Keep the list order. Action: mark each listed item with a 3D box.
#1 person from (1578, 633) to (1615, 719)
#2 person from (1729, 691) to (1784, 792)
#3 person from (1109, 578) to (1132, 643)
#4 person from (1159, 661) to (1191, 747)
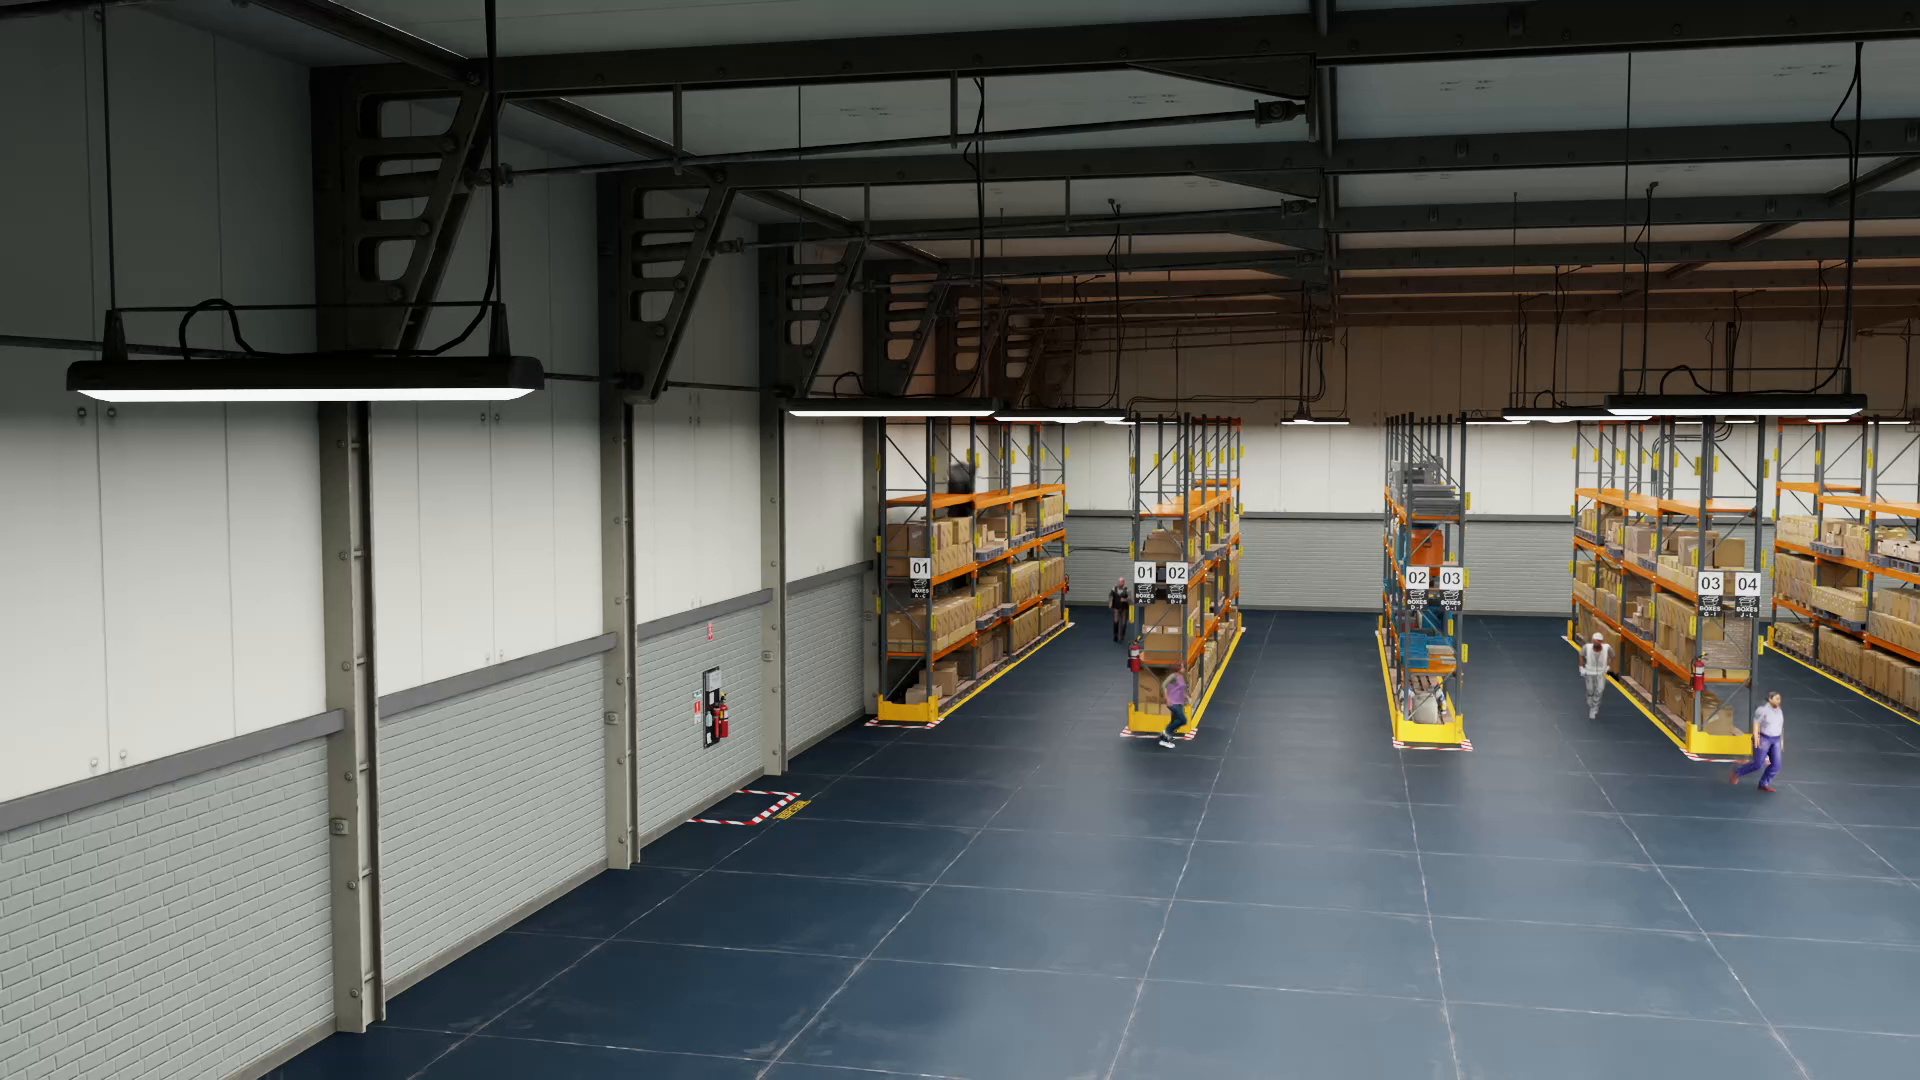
[{"bbox_3d":[12.600,2.661,32.943,0.675,1.718,0.884,1,4,11],"label":"person"},{"bbox_3d":[12.557,3.150,26.140,0.758,1.583,0.541,-1,4,-17],"label":"person"},{"bbox_3d":[4.261,1.878,44.238,0.622,1.745,0.721,0,4,6],"label":"person"},{"bbox_3d":[3.820,2.934,29.688,0.551,1.553,0.620,2,5,32],"label":"person"}]
